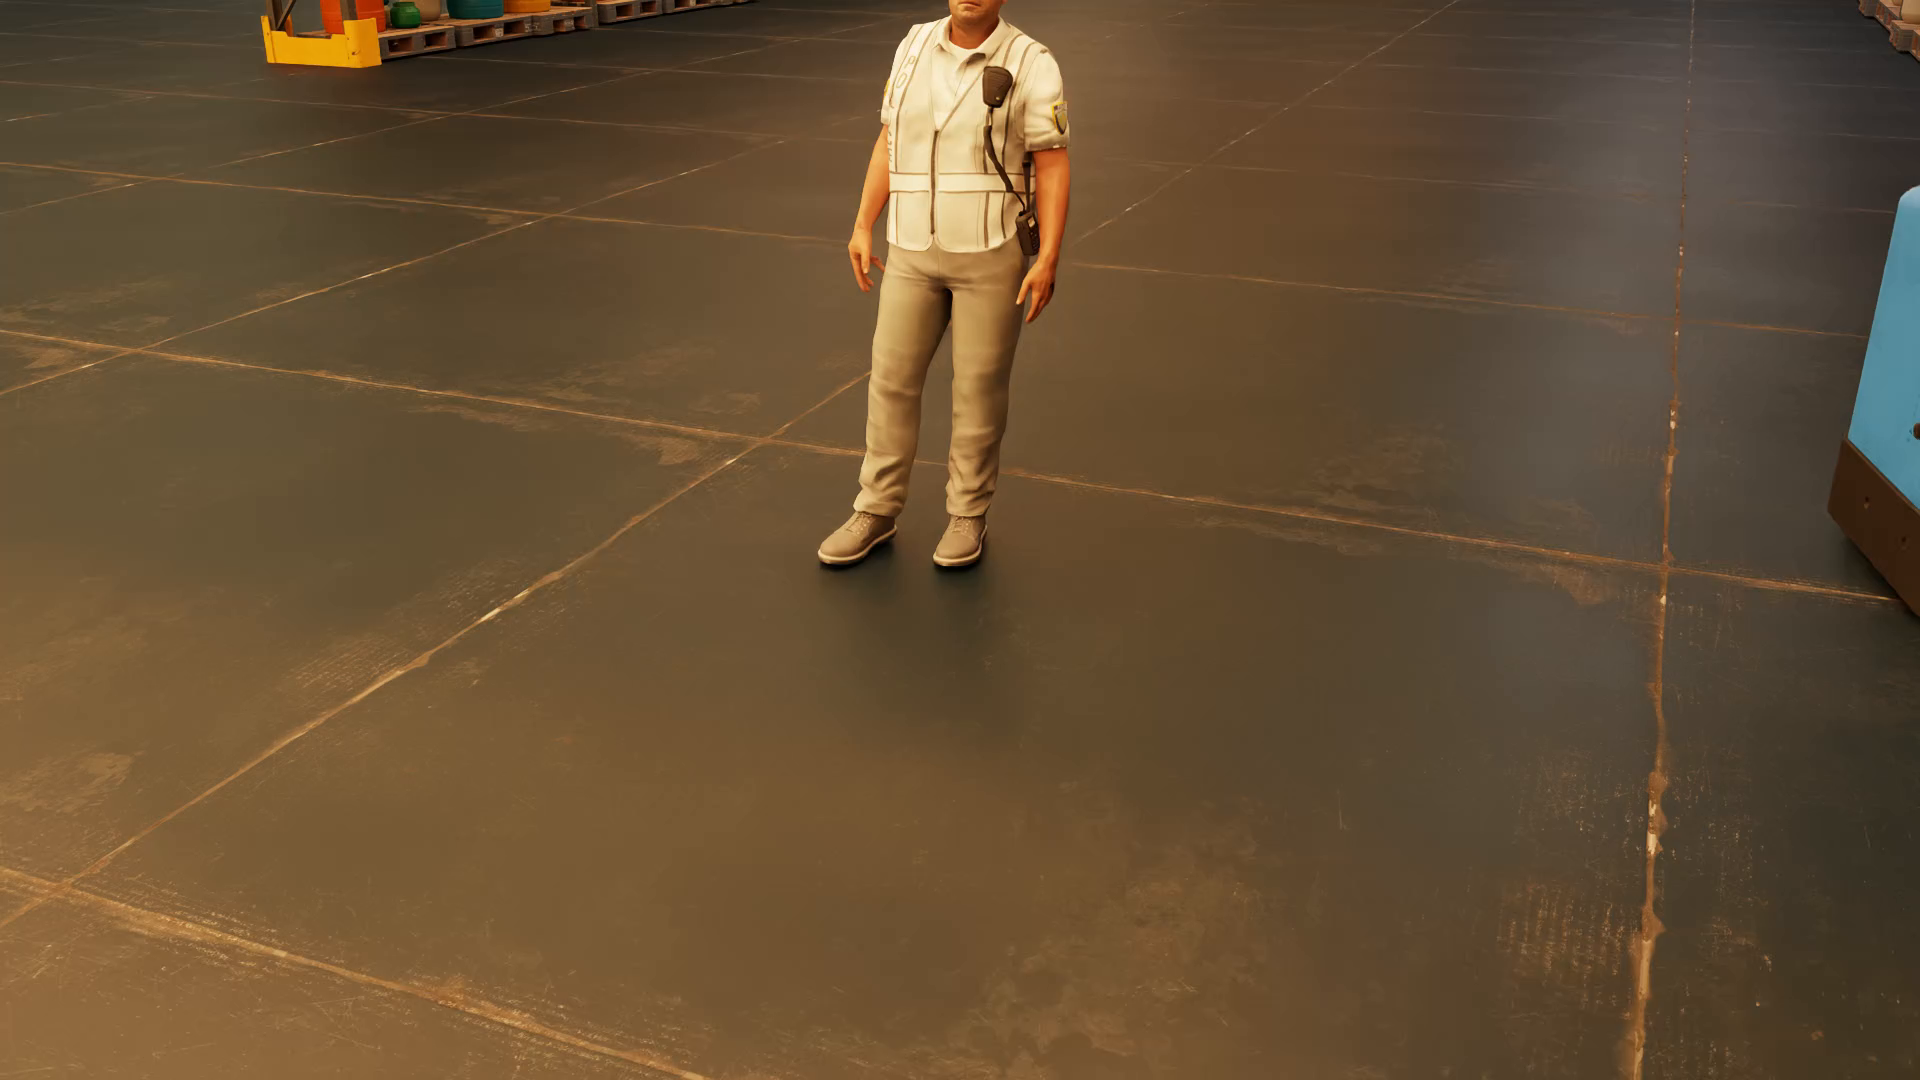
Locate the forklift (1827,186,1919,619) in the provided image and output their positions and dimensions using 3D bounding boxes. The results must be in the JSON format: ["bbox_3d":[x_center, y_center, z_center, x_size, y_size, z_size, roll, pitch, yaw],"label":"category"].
[{"bbox_3d":[4.092,-1.114,3.958,3.031,2.935,1.130,4,23,9],"label":"forklift"}]

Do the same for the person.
[{"bbox_3d":[-0.040,-0.803,4.684,0.641,1.780,0.574,9,24,21],"label":"person"}]
